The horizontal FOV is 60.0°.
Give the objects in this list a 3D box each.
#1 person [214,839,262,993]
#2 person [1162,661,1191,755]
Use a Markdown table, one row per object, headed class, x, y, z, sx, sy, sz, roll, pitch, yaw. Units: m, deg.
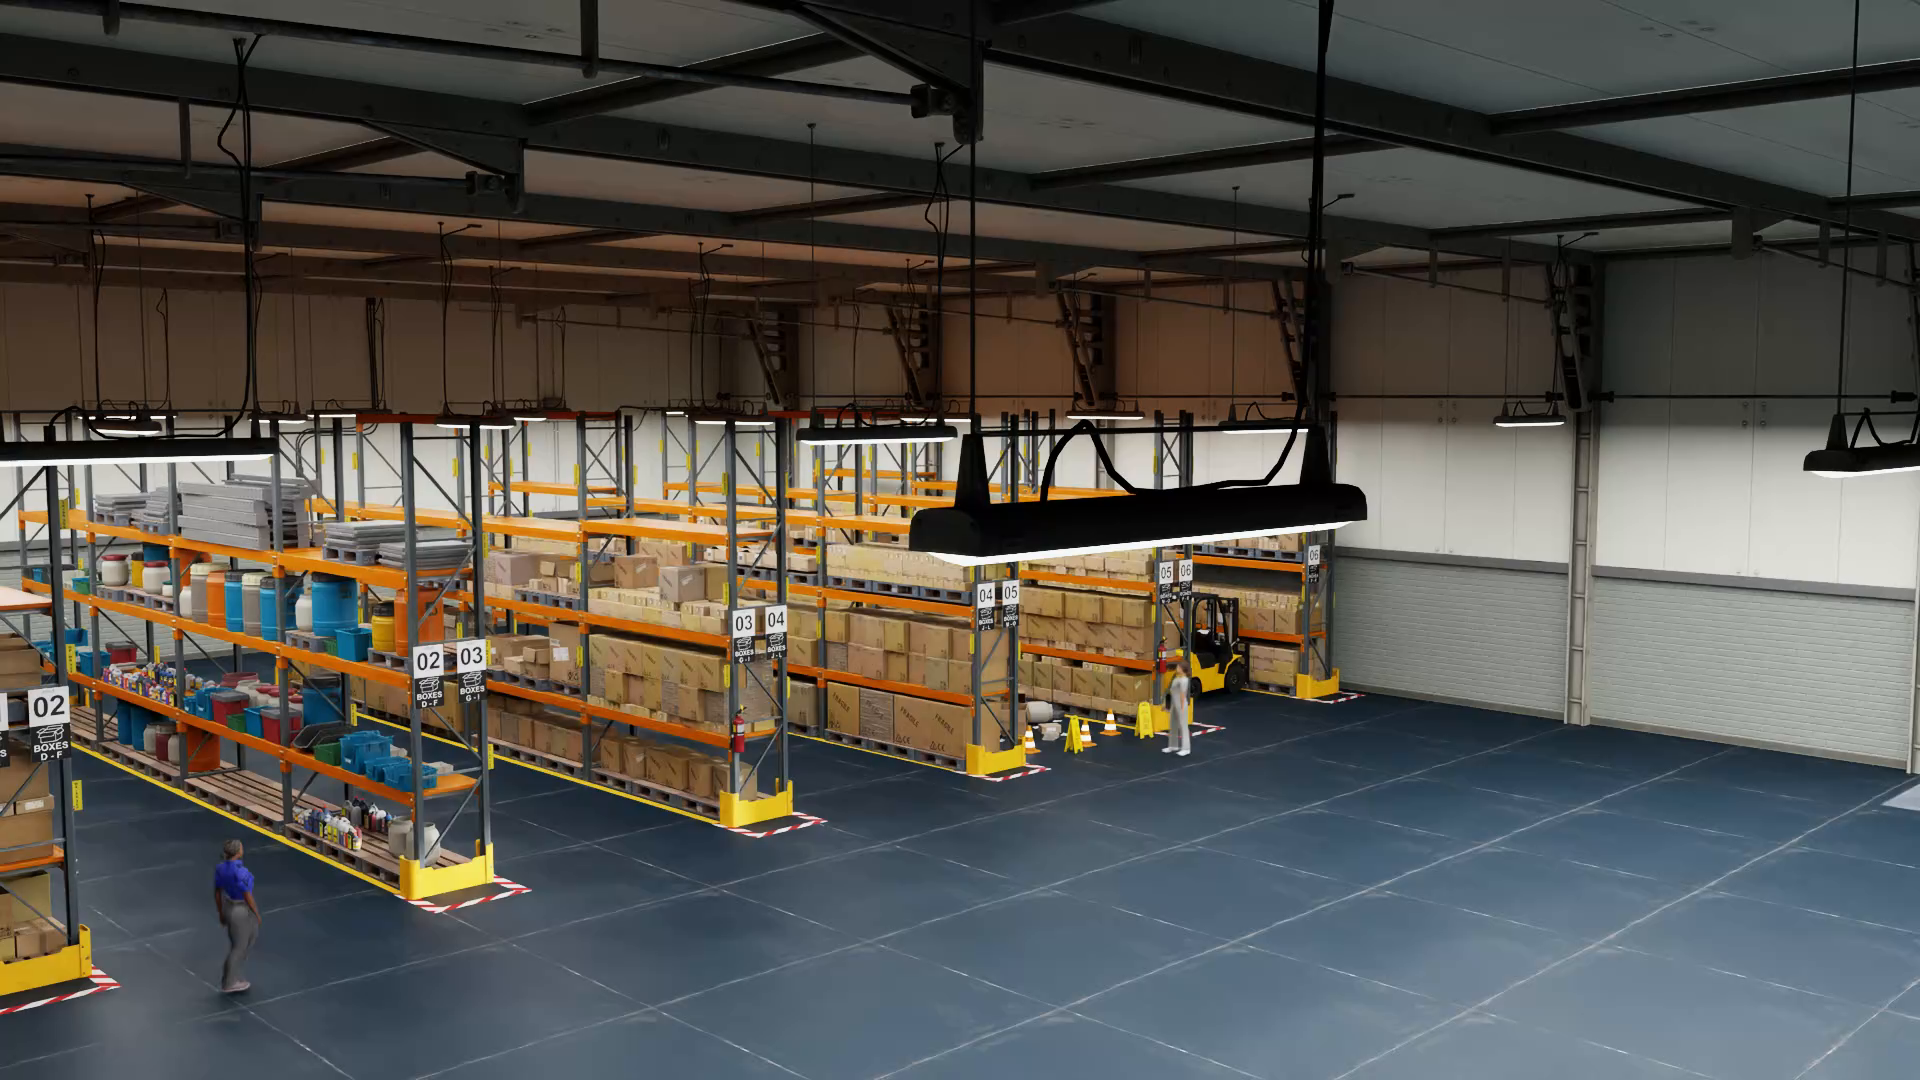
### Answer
| class | x | y | z | sx | sy | sz | roll | pitch | yaw |
| --- | --- | --- | --- | --- | --- | --- | --- | --- | --- |
| person | -7.622 | 3.970 | 17.632 | 0.463 | 1.665 | 0.462 | -4 | 7 | -42 |
| person | 3.840 | 2.946 | 29.340 | 0.416 | 1.683 | 0.618 | -1 | 5 | -15 |
